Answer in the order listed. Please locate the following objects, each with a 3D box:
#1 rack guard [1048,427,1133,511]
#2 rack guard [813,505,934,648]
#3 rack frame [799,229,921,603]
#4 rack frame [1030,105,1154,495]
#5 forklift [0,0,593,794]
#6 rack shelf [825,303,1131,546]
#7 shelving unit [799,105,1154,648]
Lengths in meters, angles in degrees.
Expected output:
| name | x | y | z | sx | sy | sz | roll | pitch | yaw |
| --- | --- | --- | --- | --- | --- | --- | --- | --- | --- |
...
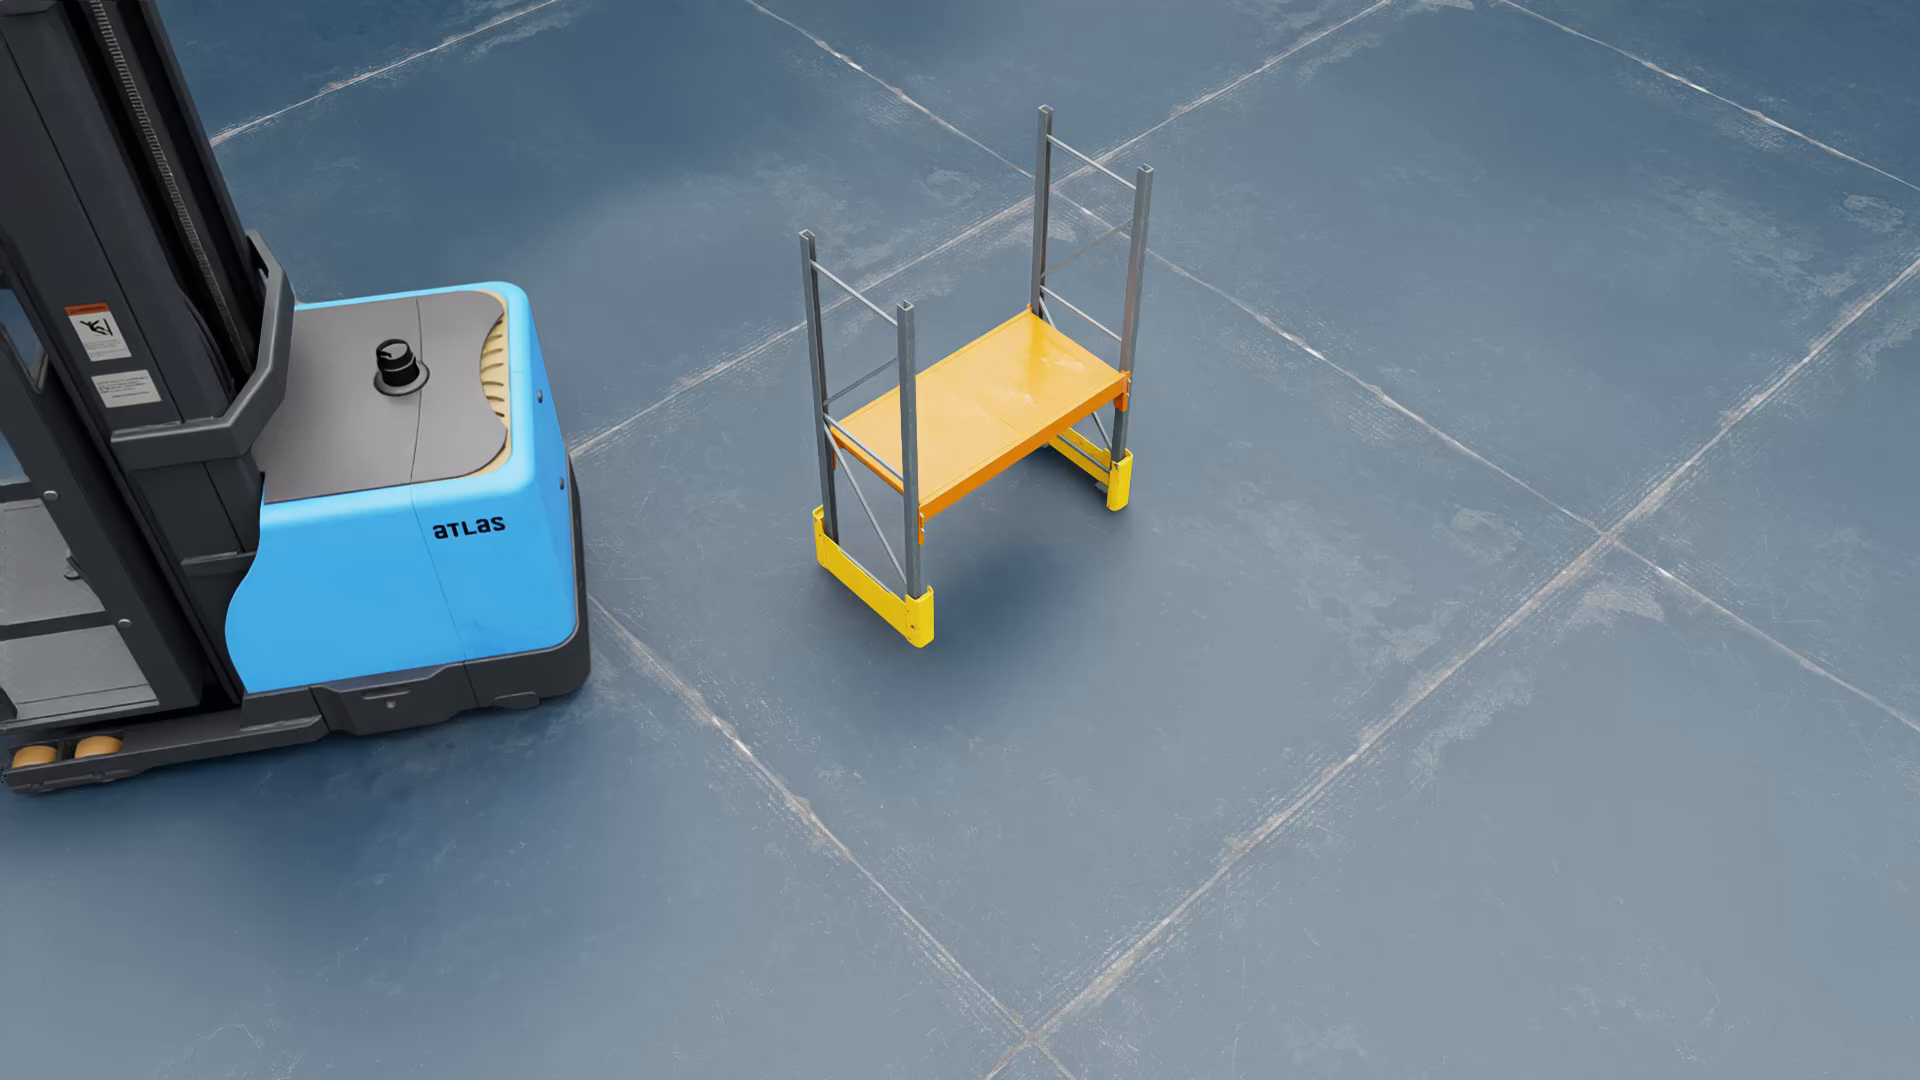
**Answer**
| name | x | y | z | sx | sy | sz | roll | pitch | yaw |
| --- | --- | --- | --- | --- | --- | --- | --- | --- | --- |
| rack guard | 0.425 | -0.369 | 6.420 | 0.087 | 0.250 | 0.587 | -34 | 56 | -27 |
| rack guard | -0.312 | 0.124 | 5.966 | 0.087 | 0.250 | 0.587 | -34 | 56 | -27 |
| rack frame | -0.313 | -0.299 | 5.506 | 0.032 | 1.500 | 0.500 | -34 | 56 | -27 |
| rack frame | 0.439 | -0.802 | 5.970 | 0.032 | 1.500 | 0.500 | -34 | 56 | -27 |
| forklift | -2.836 | -0.590 | 4.800 | 3.031 | 2.935 | 1.130 | -8 | 48 | -8 |
| rack shelf | 0.063 | -0.429 | 5.870 | 1.000 | 0.185 | 0.538 | -34 | 56 | -27 |
| shelving unit | 0.056 | -0.546 | 5.734 | 1.083 | 1.500 | 0.587 | -34 | 56 | -27 |
